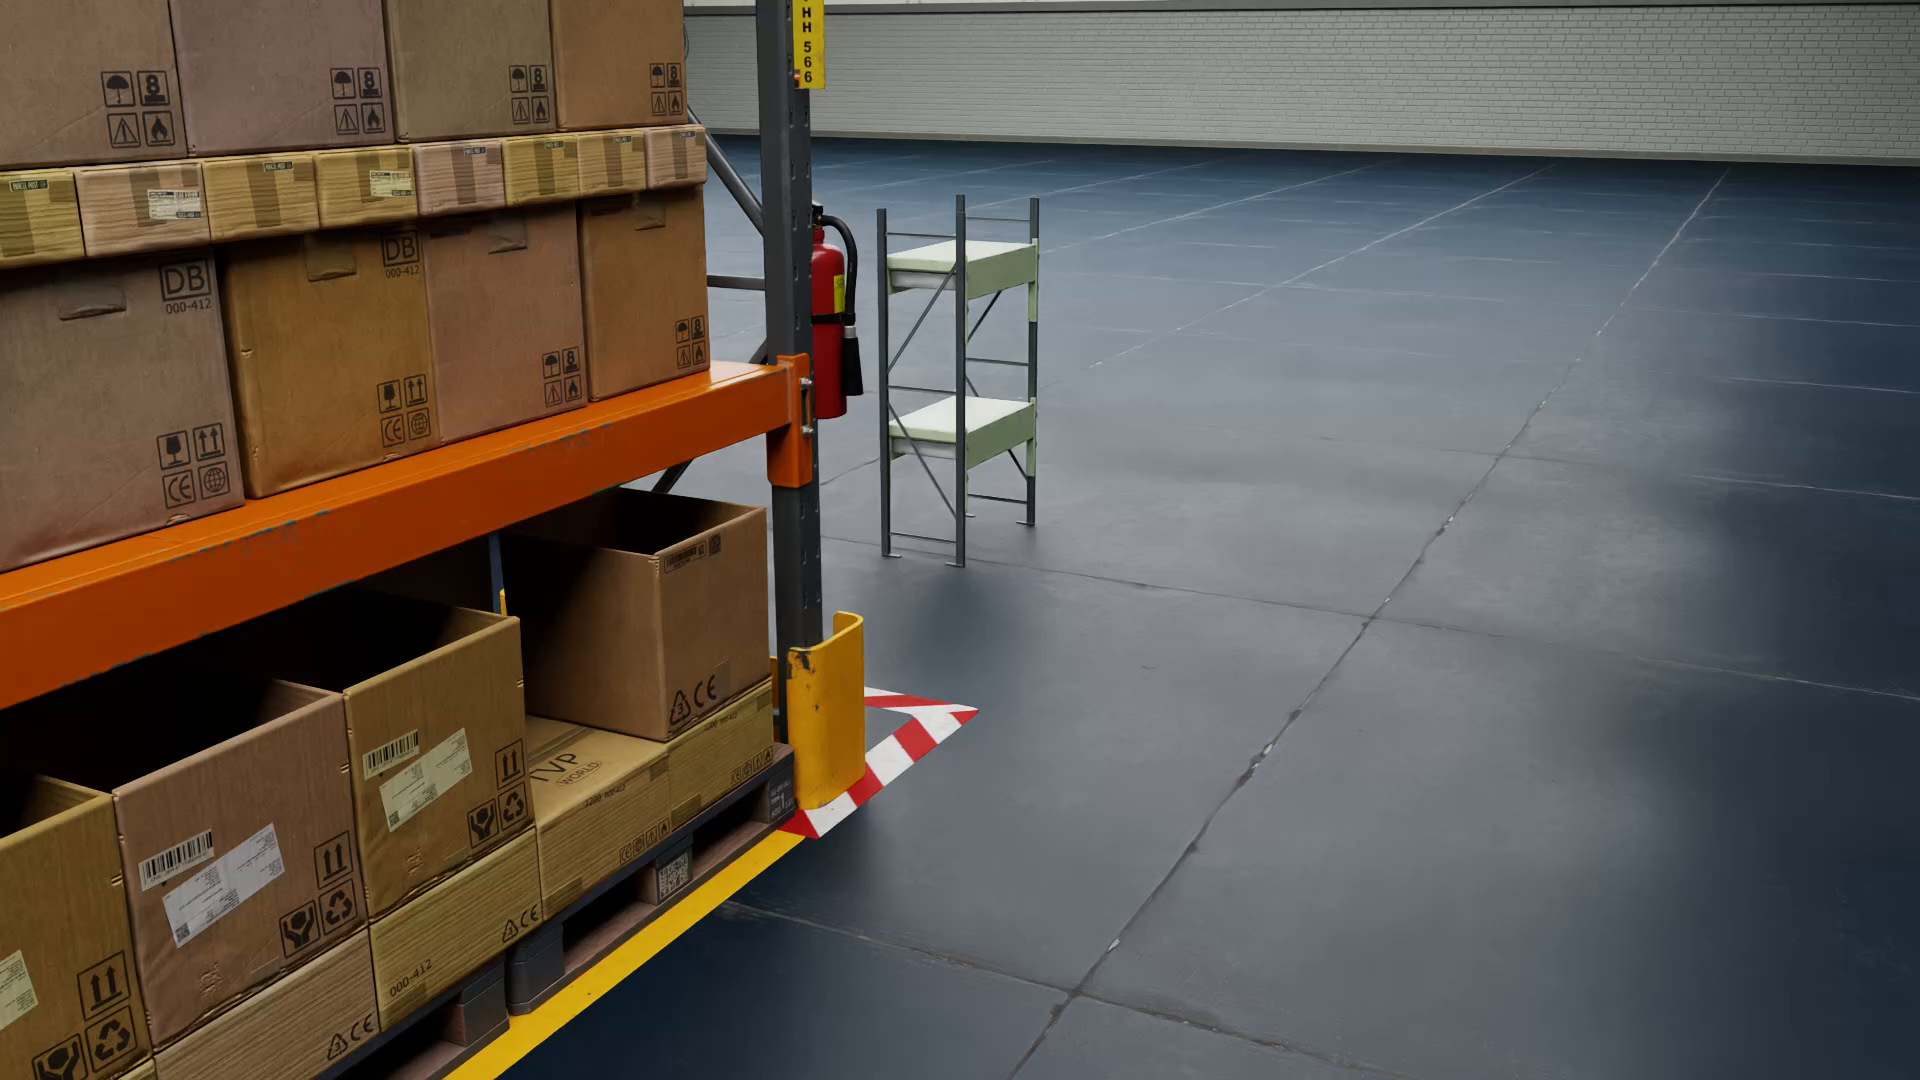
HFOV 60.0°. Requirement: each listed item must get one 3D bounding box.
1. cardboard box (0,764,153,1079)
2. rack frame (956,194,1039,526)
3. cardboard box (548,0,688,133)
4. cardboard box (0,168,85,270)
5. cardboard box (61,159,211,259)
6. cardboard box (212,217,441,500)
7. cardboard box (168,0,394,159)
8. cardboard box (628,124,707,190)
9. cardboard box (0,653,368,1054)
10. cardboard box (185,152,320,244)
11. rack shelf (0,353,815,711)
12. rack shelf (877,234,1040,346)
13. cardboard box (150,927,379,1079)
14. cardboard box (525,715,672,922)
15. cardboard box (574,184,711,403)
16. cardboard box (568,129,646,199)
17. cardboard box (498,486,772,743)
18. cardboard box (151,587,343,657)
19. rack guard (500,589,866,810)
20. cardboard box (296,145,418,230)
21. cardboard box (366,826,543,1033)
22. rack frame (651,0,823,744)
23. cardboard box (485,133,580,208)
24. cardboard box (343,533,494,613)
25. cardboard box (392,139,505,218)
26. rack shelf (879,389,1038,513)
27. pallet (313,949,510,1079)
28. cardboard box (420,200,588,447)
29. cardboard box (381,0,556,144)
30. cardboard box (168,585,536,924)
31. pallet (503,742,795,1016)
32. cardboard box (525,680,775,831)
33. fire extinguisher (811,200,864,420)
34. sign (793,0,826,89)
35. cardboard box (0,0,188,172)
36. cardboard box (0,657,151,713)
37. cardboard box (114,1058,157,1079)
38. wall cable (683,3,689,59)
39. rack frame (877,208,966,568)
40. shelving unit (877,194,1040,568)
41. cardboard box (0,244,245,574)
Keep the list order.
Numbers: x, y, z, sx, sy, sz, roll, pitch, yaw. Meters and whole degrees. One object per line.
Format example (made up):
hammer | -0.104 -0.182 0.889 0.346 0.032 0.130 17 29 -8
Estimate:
cardboard box | -1.731 0.690 2.708 0.500 0.500 0.500 8 18 25
rack frame | 0.167 -0.814 7.630 0.400 1.500 0.023 8 18 25
cardboard box | -1.122 -1.292 4.153 0.700 0.500 0.500 8 18 26
cardboard box | -1.683 -0.532 2.733 0.380 0.149 0.250 8 18 25
cardboard box | -1.570 -0.595 2.946 0.380 0.149 0.250 8 18 25
cardboard box | -1.556 -0.424 3.508 0.700 0.500 0.500 8 18 26
cardboard box | -1.576 -1.029 3.267 0.700 0.500 0.500 8 18 26
cardboard box | -0.878 -0.991 4.277 0.380 0.149 0.250 8 18 24
cardboard box | -1.510 0.562 3.138 0.500 0.500 0.500 8 18 25
cardboard box | -1.456 -0.661 3.166 0.380 0.149 0.250 9 19 27
rack shelf | -1.772 0.101 3.180 1.077 0.370 4.000 8 18 25
rack shelf | 0.003 -1.095 7.205 0.431 0.370 0.720 8 18 25
cardboard box | -1.513 0.921 3.246 0.500 0.250 0.500 8 18 25
cardboard box | -1.066 0.666 4.104 0.500 0.250 0.500 8 18 25
cardboard box | -1.098 -0.684 4.383 0.700 0.500 0.500 8 18 25
cardboard box | -0.994 -0.924 4.052 0.380 0.149 0.250 9 19 27
cardboard box | -0.851 0.178 4.430 0.500 0.500 0.500 8 18 25
cardboard box | -1.750 0.369 3.789 0.500 0.500 0.500 8 18 25
rack guard | -0.867 0.439 5.169 1.175 0.500 0.348 8 18 25
cardboard box | -1.340 -0.728 3.392 0.380 0.149 0.250 9 19 27
cardboard box | -1.288 0.794 3.674 0.500 0.250 0.500 8 18 25
rack frame | -0.878 -0.753 4.793 1.000 3.000 0.127 8 18 25
cardboard box | -1.108 -0.859 3.832 0.380 0.149 0.250 8 18 25
cardboard box | -1.538 0.240 4.223 0.500 0.500 0.500 8 18 25
cardboard box | -1.223 -0.795 3.617 0.380 0.149 0.250 8 18 26
rack shelf | 0.003 -0.408 7.409 0.431 0.370 0.720 8 18 25
pallet | -1.729 1.093 3.473 1.003 0.211 1.213 8 18 25
cardboard box | -1.328 -0.550 3.931 0.700 0.500 0.500 9 19 27
cardboard box | -1.352 -1.158 3.700 0.700 0.500 0.500 8 18 24
cardboard box | -1.285 0.435 3.566 0.500 0.500 0.500 8 18 25
pallet | -1.182 0.783 4.516 1.003 0.211 1.213 8 18 25
cardboard box | -0.853 0.538 4.538 0.500 0.250 0.500 8 18 25
fire extinguisher | -0.410 -0.687 4.706 0.296 0.674 0.183 8 18 25
sign | -0.399 -1.349 4.350 0.100 0.325 0.005 8 18 25
cardboard box | -1.800 -0.902 2.838 0.700 0.500 0.500 8 18 25
cardboard box | -1.989 0.494 3.368 0.500 0.500 0.500 8 18 25
cardboard box | -1.731 1.049 2.815 0.500 0.250 0.500 8 18 25
wall cable | -8.259 -13.454 42.471 3.097 2.526 0.112 8 18 25
rack frame | -0.161 -0.627 7.003 0.400 1.500 0.023 8 18 25
shelving unit | 0.003 -0.721 7.317 0.431 1.500 0.755 8 18 25
cardboard box | -1.787 -0.289 3.055 0.700 0.500 0.500 9 19 27
